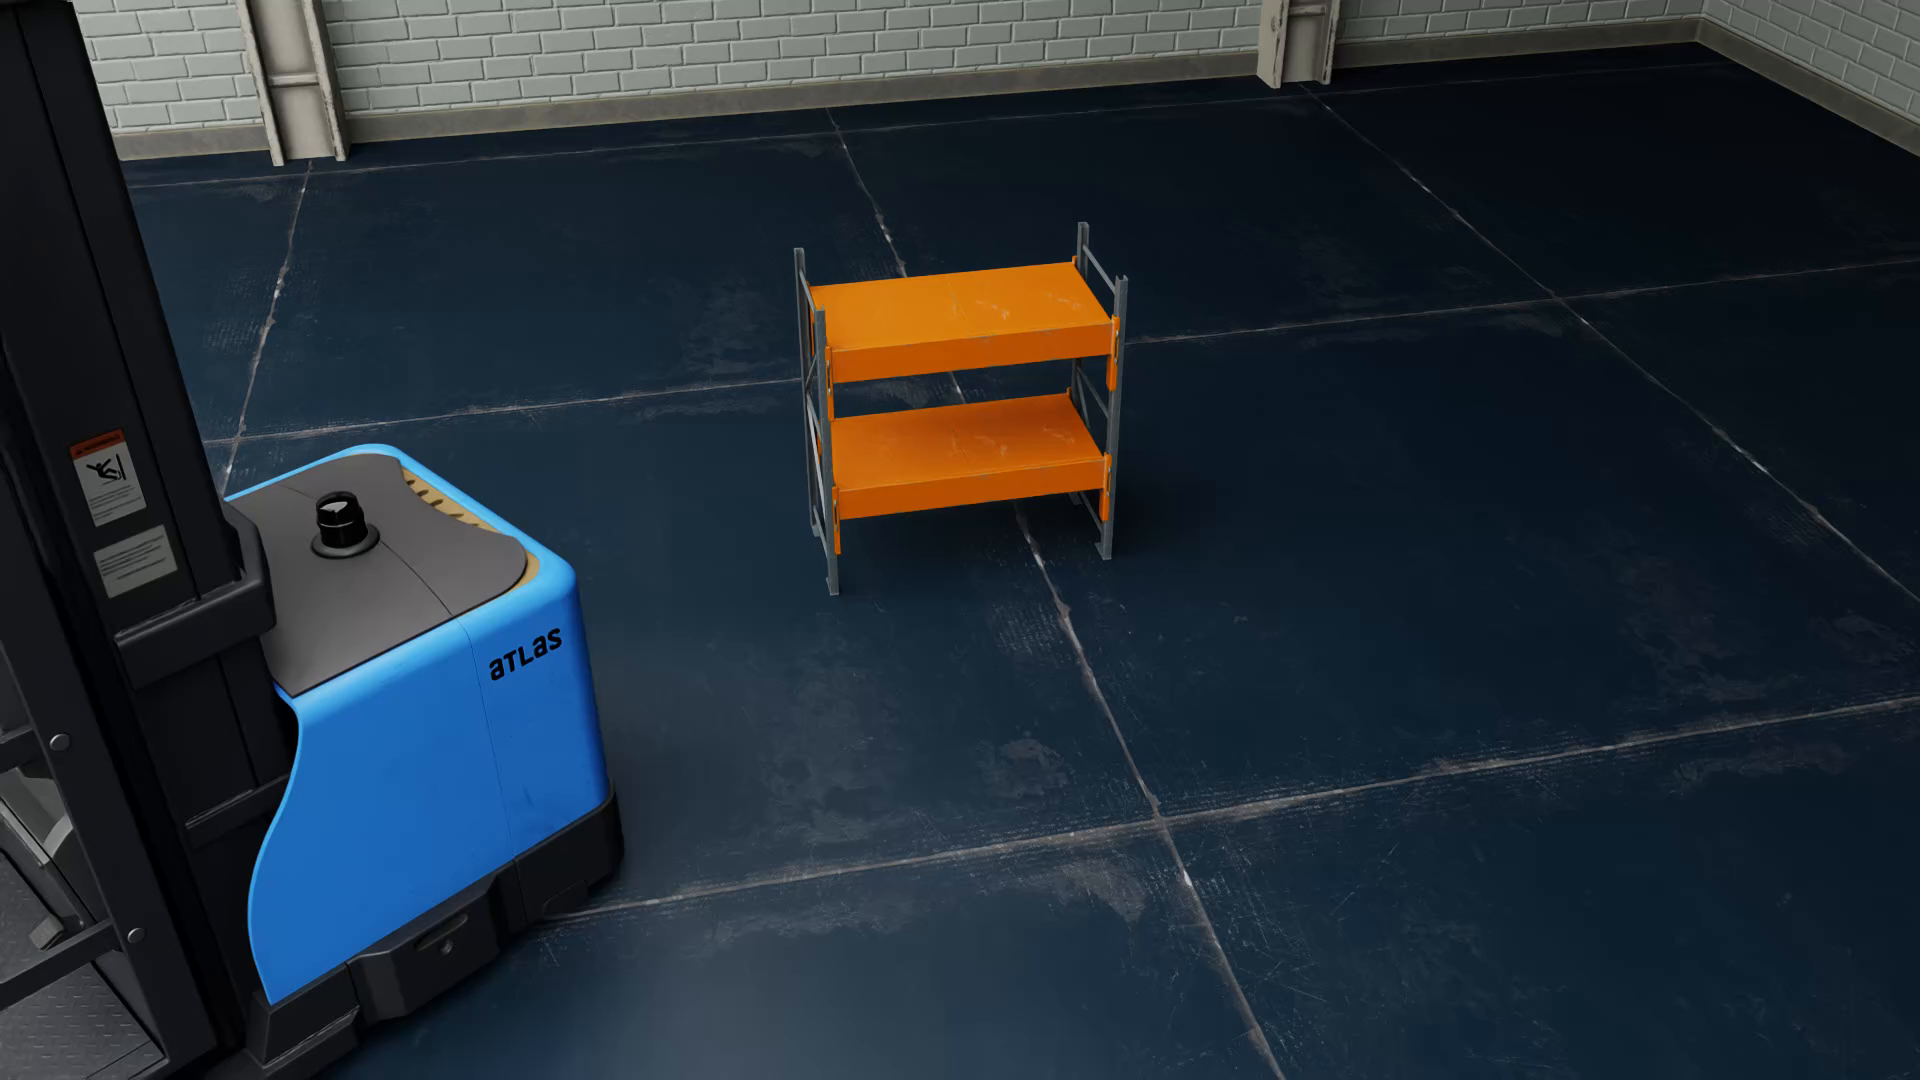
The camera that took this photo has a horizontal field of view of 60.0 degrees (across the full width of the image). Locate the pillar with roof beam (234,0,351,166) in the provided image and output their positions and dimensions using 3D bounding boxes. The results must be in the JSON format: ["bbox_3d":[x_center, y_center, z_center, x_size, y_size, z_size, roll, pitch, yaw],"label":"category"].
[{"bbox_3d":[-2.770,-3.619,3.567,0.400,9.000,9.100,-7,35,-11],"label":"pillar with roof beam"}]

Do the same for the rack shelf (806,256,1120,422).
[{"bbox_3d":[-0.007,-0.709,5.772,1.000,0.278,0.538,-7,35,-11],"label":"rack shelf"}]

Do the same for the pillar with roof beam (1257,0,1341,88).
[{"bbox_3d":[3.082,-4.356,4.666,0.400,9.000,9.100,-7,35,-11],"label":"pillar with roof beam"}]

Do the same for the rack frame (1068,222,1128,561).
[{"bbox_3d":[0.489,-0.529,6.028,0.032,1.125,0.500,-7,35,-11],"label":"rack frame"}]

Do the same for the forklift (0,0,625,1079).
[{"bbox_3d":[-2.345,0.153,3.392,1.130,2.935,3.031,28,43,35],"label":"forklift"}]

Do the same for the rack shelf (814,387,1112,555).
[{"bbox_3d":[-0.007,-0.263,6.072,1.000,0.278,0.538,-7,35,-11],"label":"rack shelf"}]

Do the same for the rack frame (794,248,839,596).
[{"bbox_3d":[-0.502,-0.404,5.842,0.032,1.125,0.500,-7,35,-11],"label":"rack frame"}]

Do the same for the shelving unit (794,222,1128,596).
[{"bbox_3d":[-0.007,-0.466,5.935,1.048,1.125,0.538,-7,35,-11],"label":"shelving unit"}]
